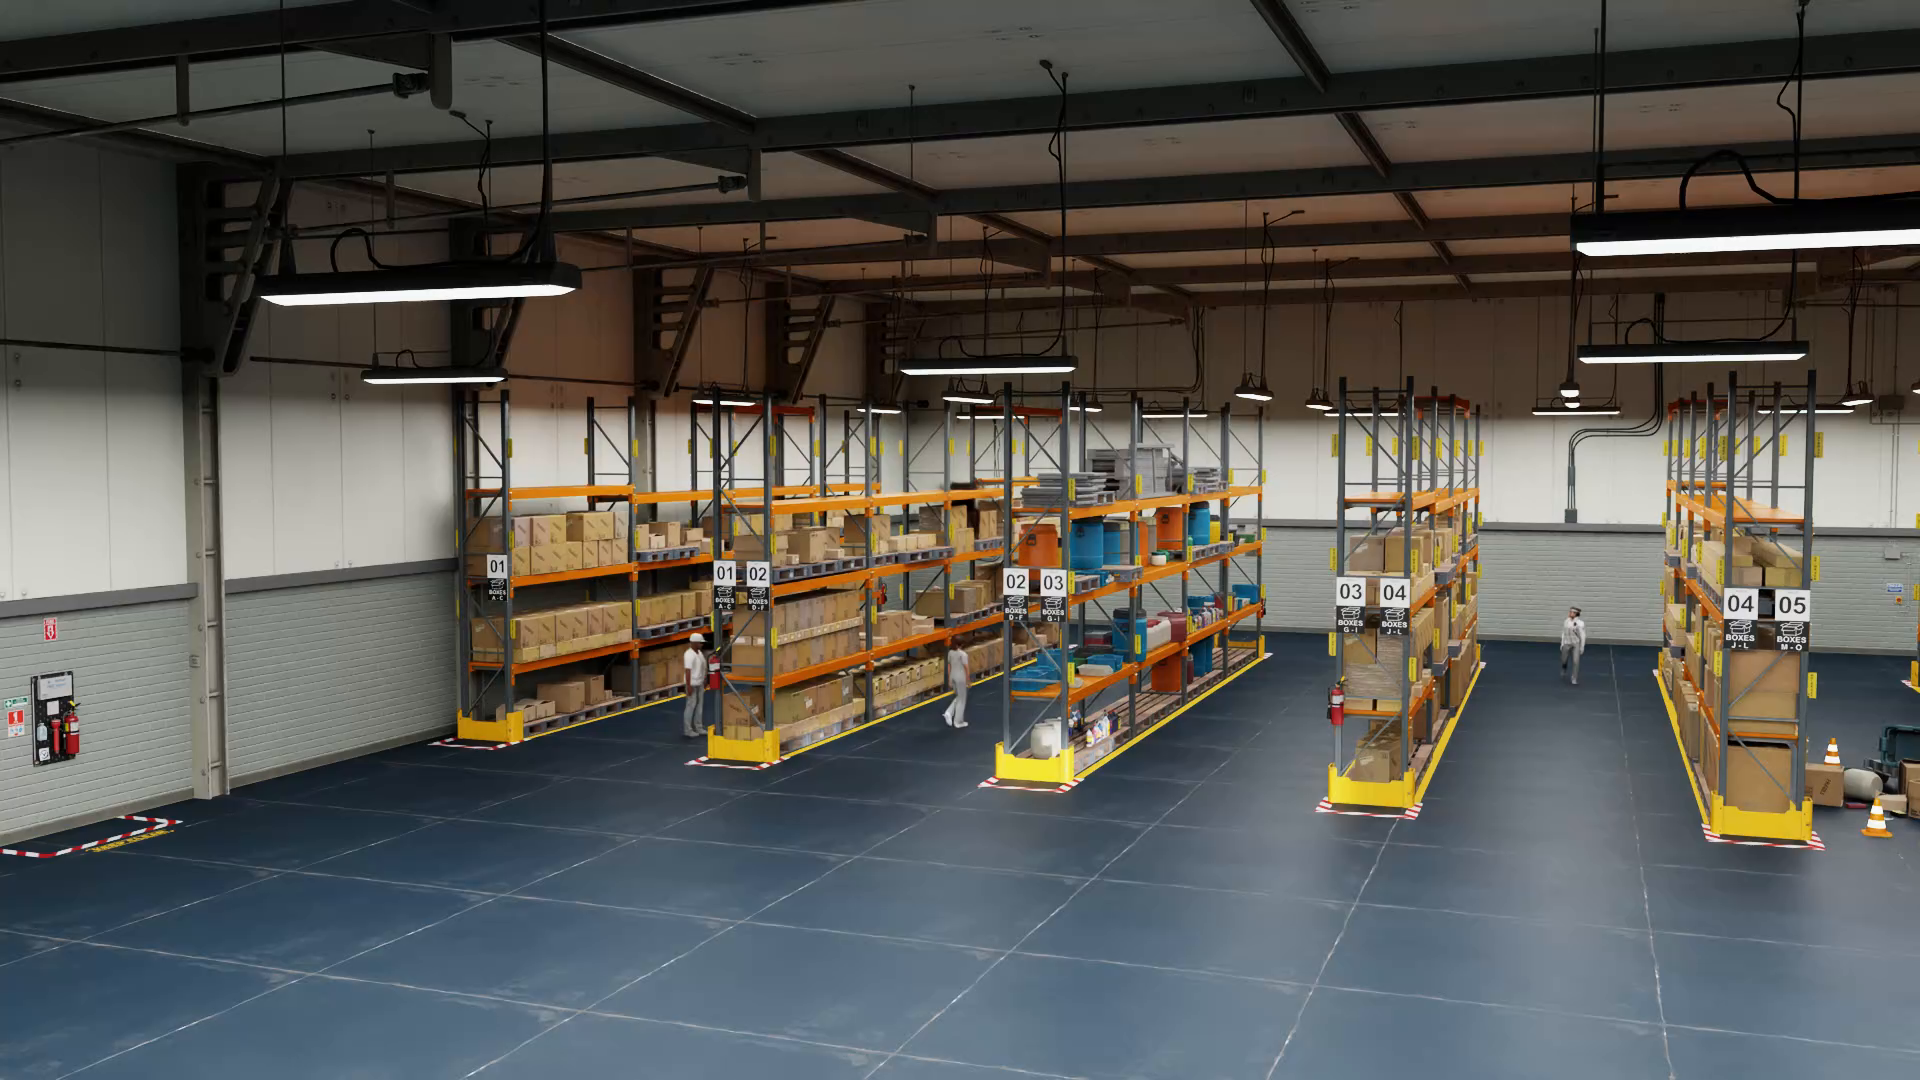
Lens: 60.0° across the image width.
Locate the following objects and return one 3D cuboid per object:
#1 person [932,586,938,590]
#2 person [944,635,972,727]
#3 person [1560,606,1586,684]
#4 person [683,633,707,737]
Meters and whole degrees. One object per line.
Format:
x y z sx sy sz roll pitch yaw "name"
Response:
-0.617 1.951 40.190 0.546 1.659 1.050 1 3 21 "person"
-0.025 2.519 29.706 0.484 1.661 0.447 -2 4 -34 "person"
13.060 2.212 35.433 0.498 1.653 0.707 1 3 19 "person"
-4.606 2.513 28.992 0.414 1.783 0.589 1 3 15 "person"
